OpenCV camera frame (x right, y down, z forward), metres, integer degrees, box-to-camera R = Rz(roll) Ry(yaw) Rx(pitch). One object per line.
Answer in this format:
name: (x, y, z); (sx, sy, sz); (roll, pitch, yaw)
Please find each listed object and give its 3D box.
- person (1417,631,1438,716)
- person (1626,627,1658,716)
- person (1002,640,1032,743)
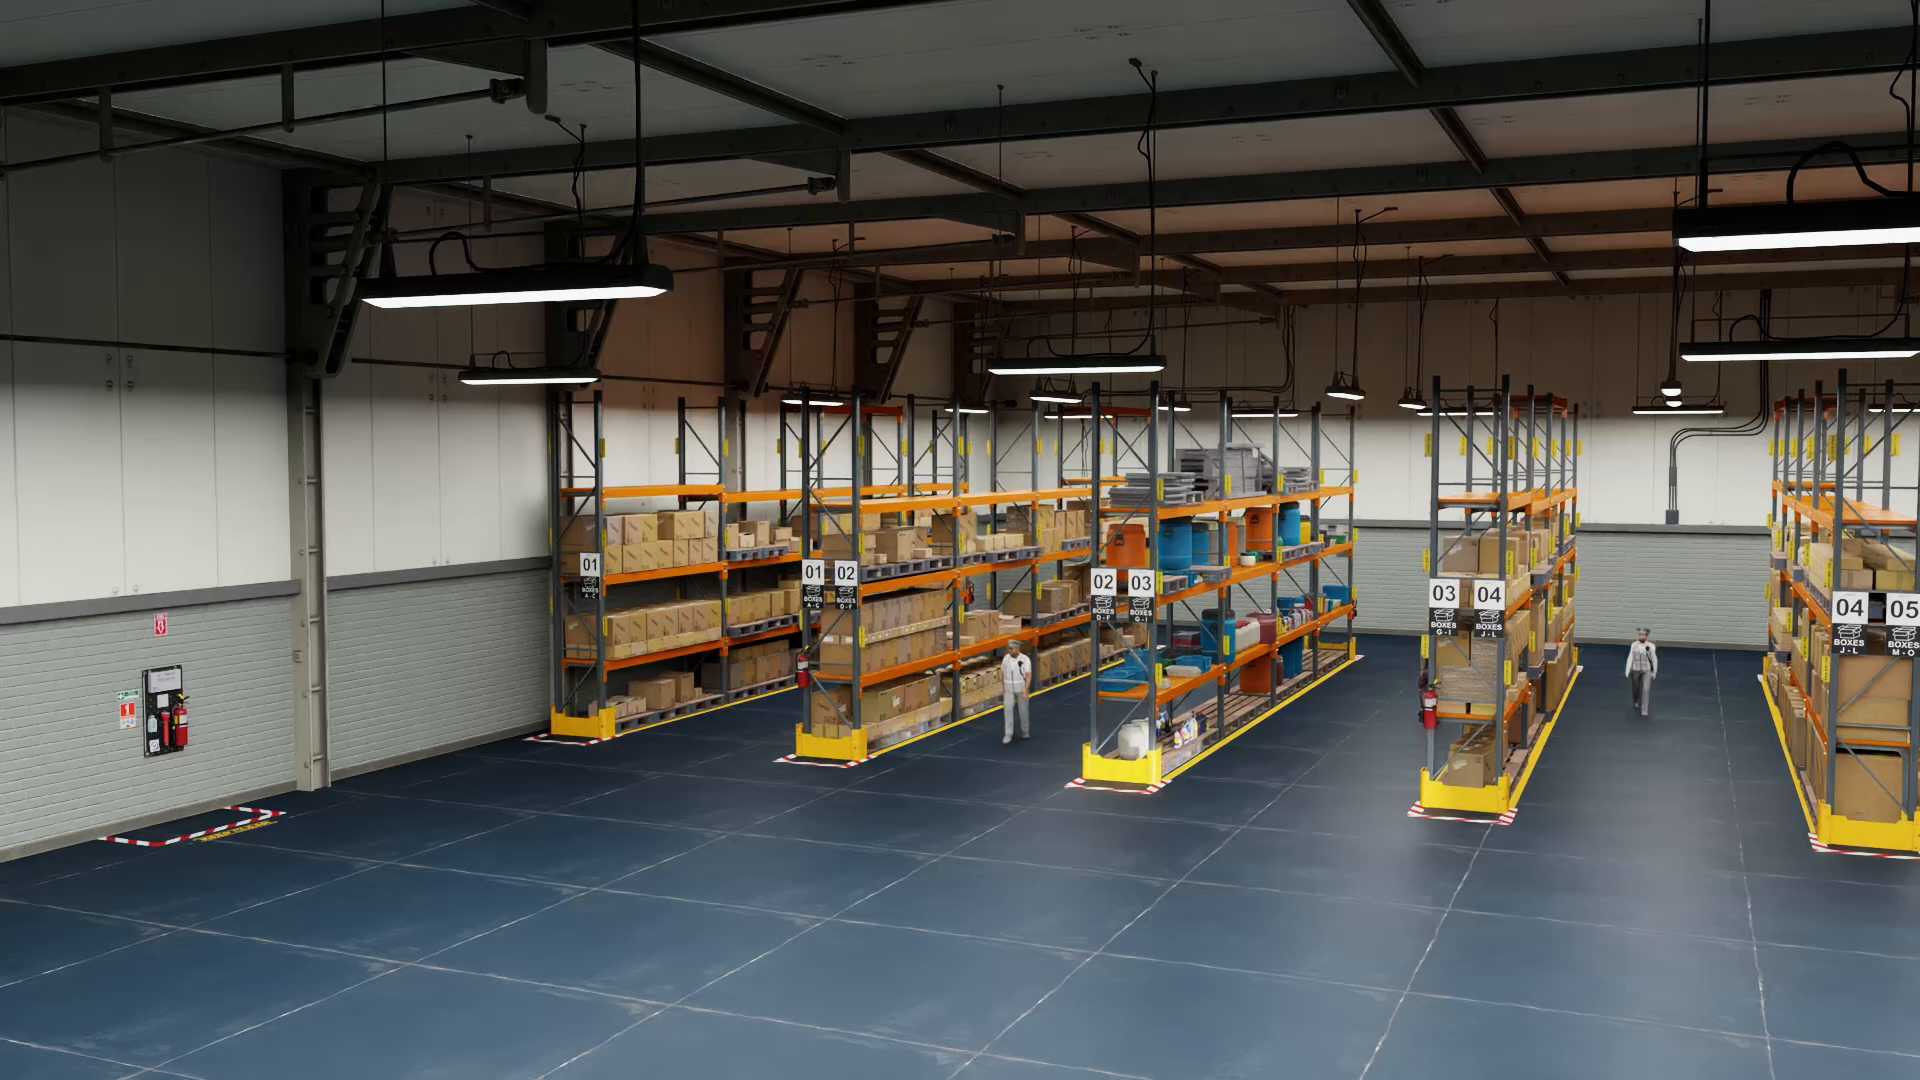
person: (8.752, 2.438, 30.766); (0.552, 1.709, 0.522); (0, 3, -3)
person: (12.823, 2.440, 31.270); (0.546, 1.621, 1.042); (1, 3, 23)
person: (0.944, 2.554, 28.334); (0.563, 1.715, 0.971); (1, 3, 17)
